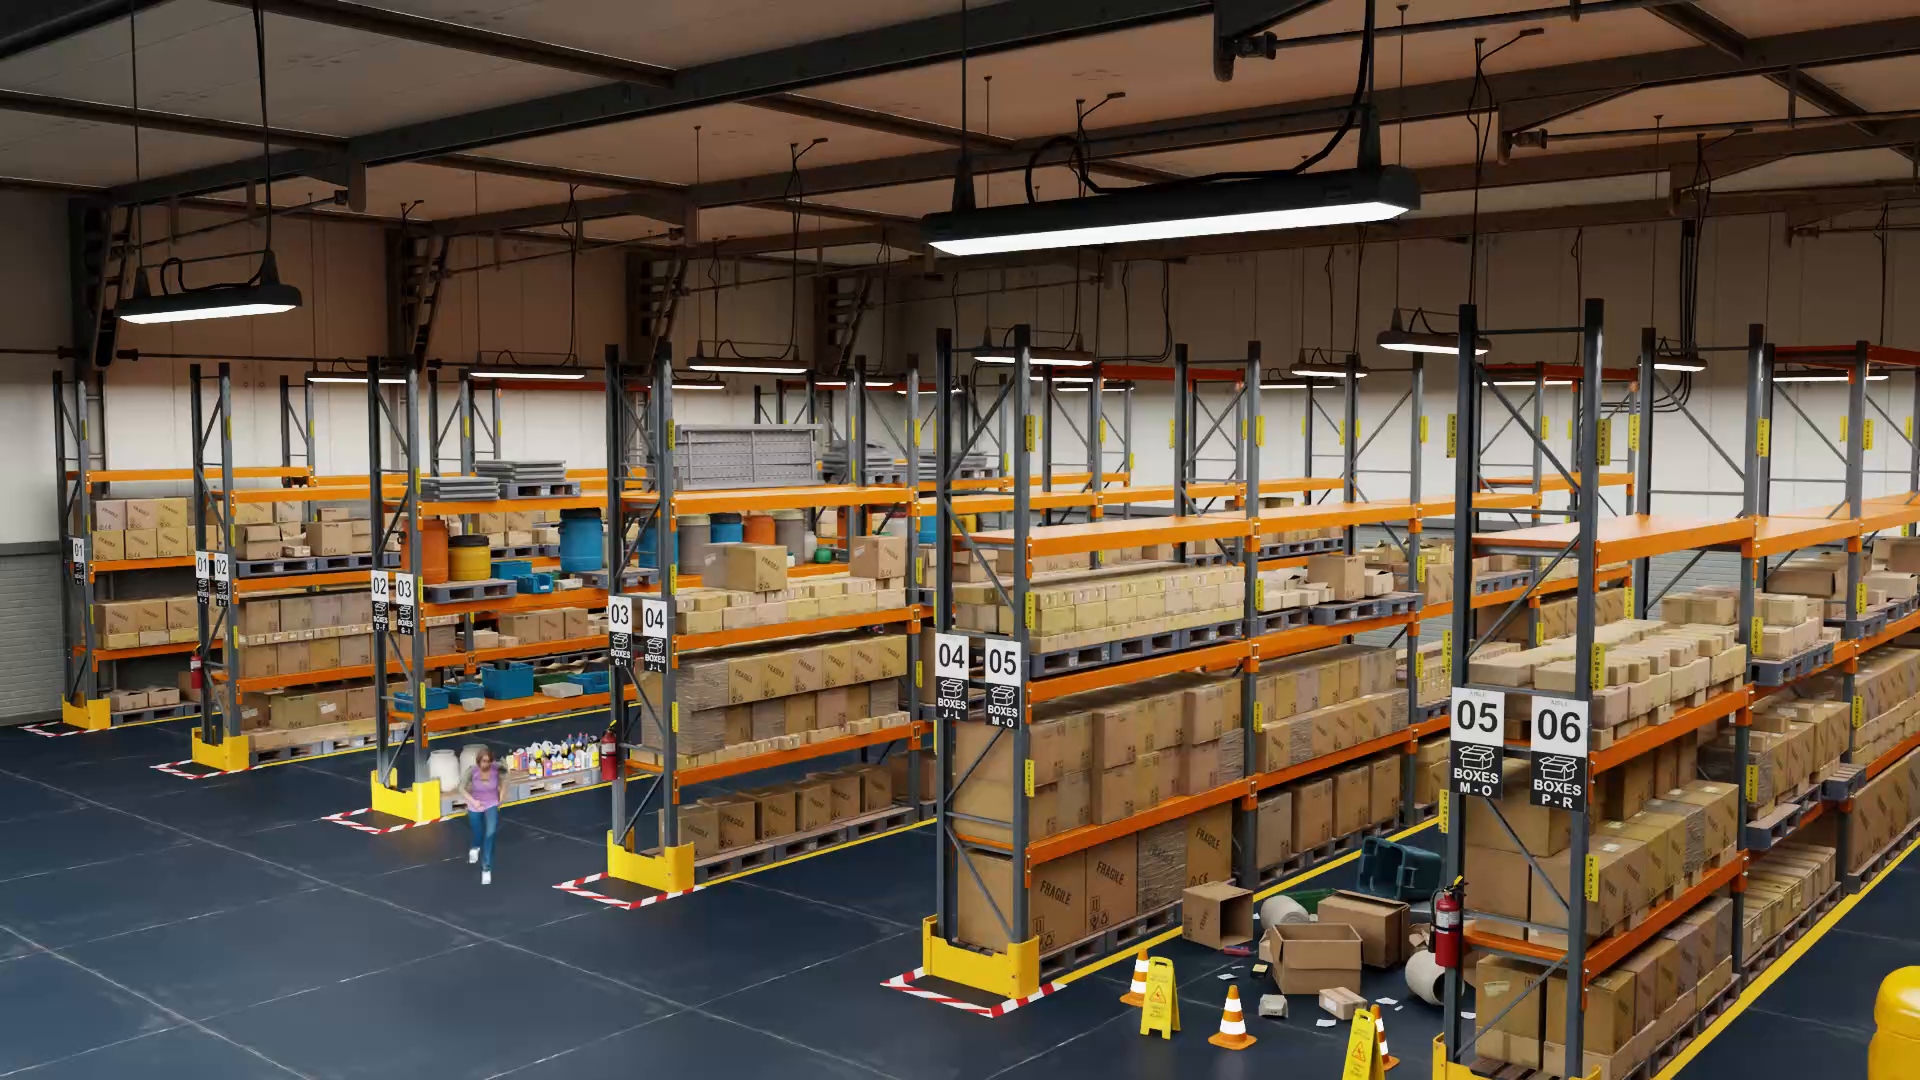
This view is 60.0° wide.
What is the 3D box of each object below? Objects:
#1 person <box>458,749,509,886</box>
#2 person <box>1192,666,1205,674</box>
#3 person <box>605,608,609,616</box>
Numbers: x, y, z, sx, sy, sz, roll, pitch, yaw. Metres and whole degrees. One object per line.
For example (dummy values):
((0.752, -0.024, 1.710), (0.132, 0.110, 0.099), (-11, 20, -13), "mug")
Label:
((-5.418, 3.065, 18.840), (0.577, 1.545, 0.921), (-2, 5, -28), "person")
((3.521, 2.613, 24.040), (0.550, 1.720, 0.841), (3, 5, 40), "person")
((-6.712, 1.942, 32.679), (0.643, 1.772, 0.805), (3, 5, 35), "person")
